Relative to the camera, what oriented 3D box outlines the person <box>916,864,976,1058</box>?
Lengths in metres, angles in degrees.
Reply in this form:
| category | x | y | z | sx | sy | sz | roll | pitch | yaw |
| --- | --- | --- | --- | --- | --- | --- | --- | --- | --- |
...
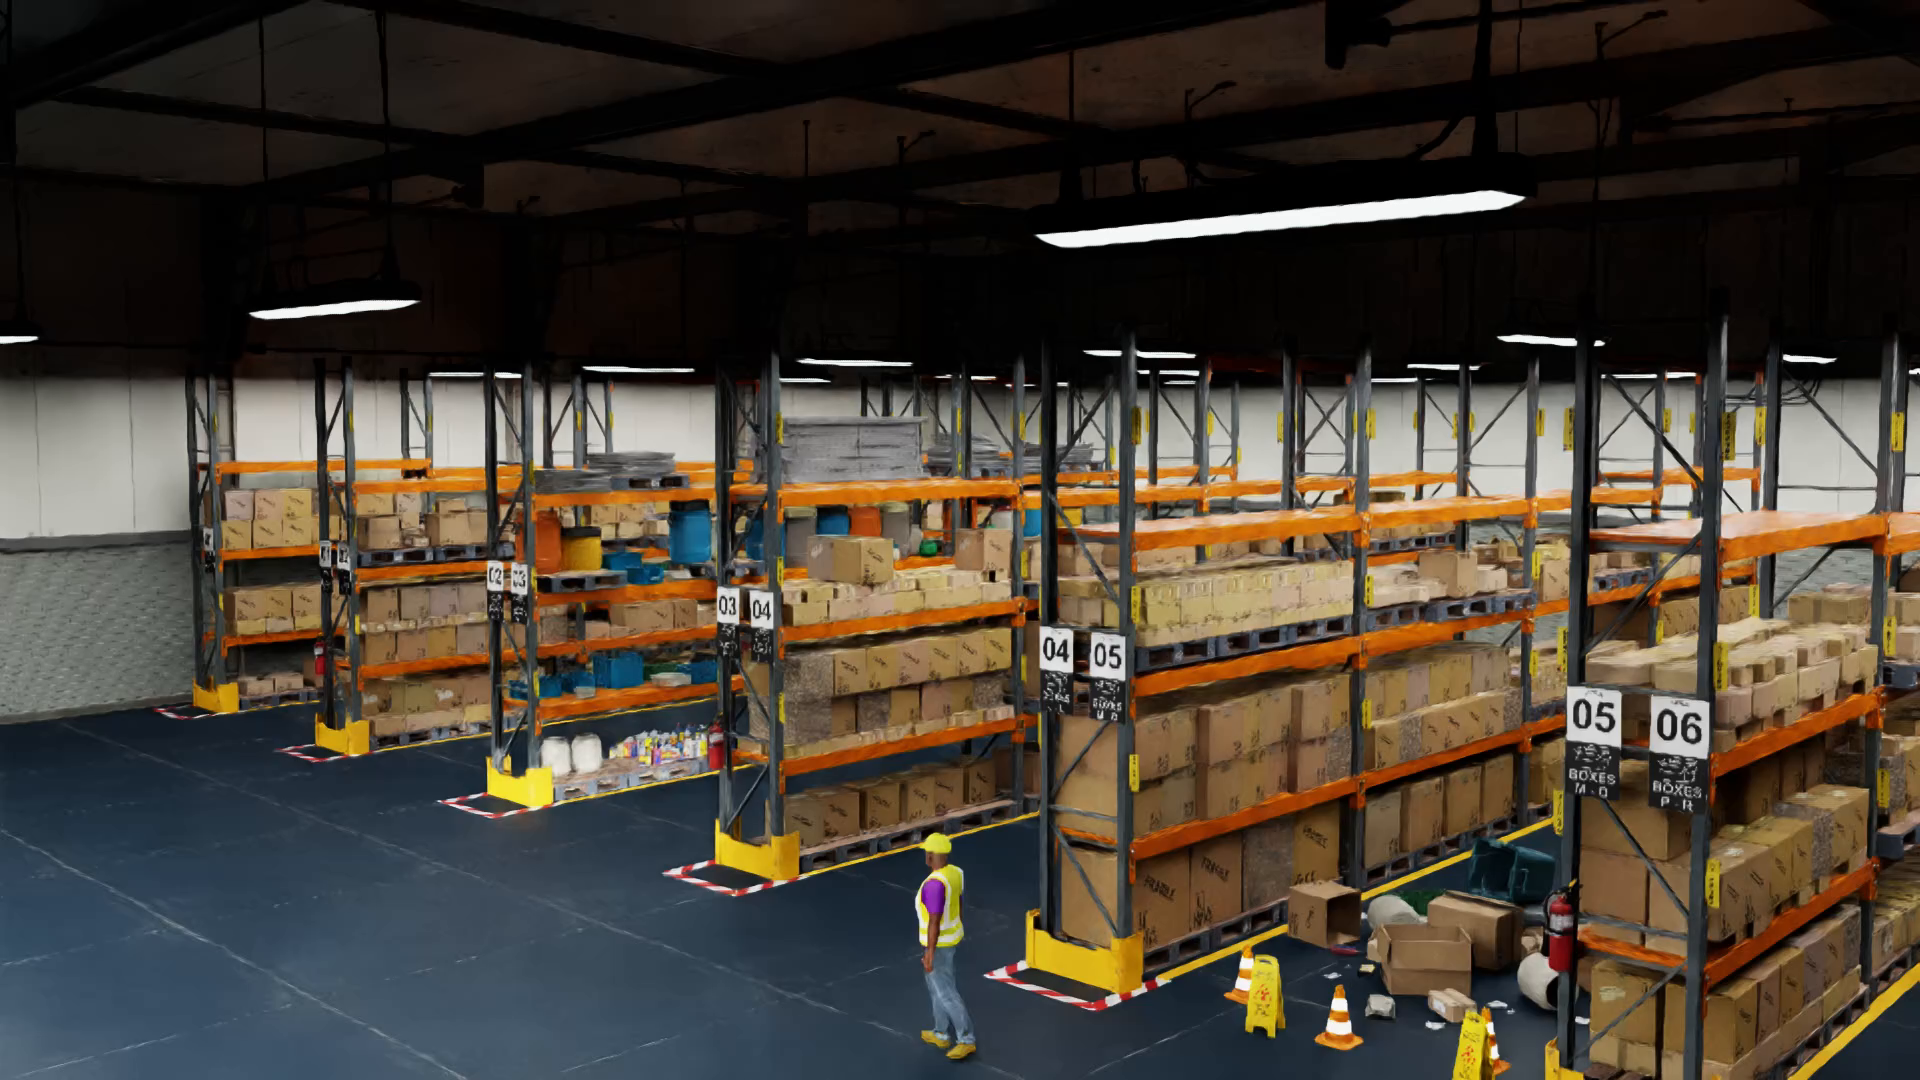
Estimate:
| category | x | y | z | sx | sy | sz | roll | pitch | yaw |
| --- | --- | --- | --- | --- | --- | --- | --- | --- | --- |
| person | -0.107 | 3.386 | 13.497 | 0.541 | 1.514 | 0.629 | 1 | 5 | 17 |
